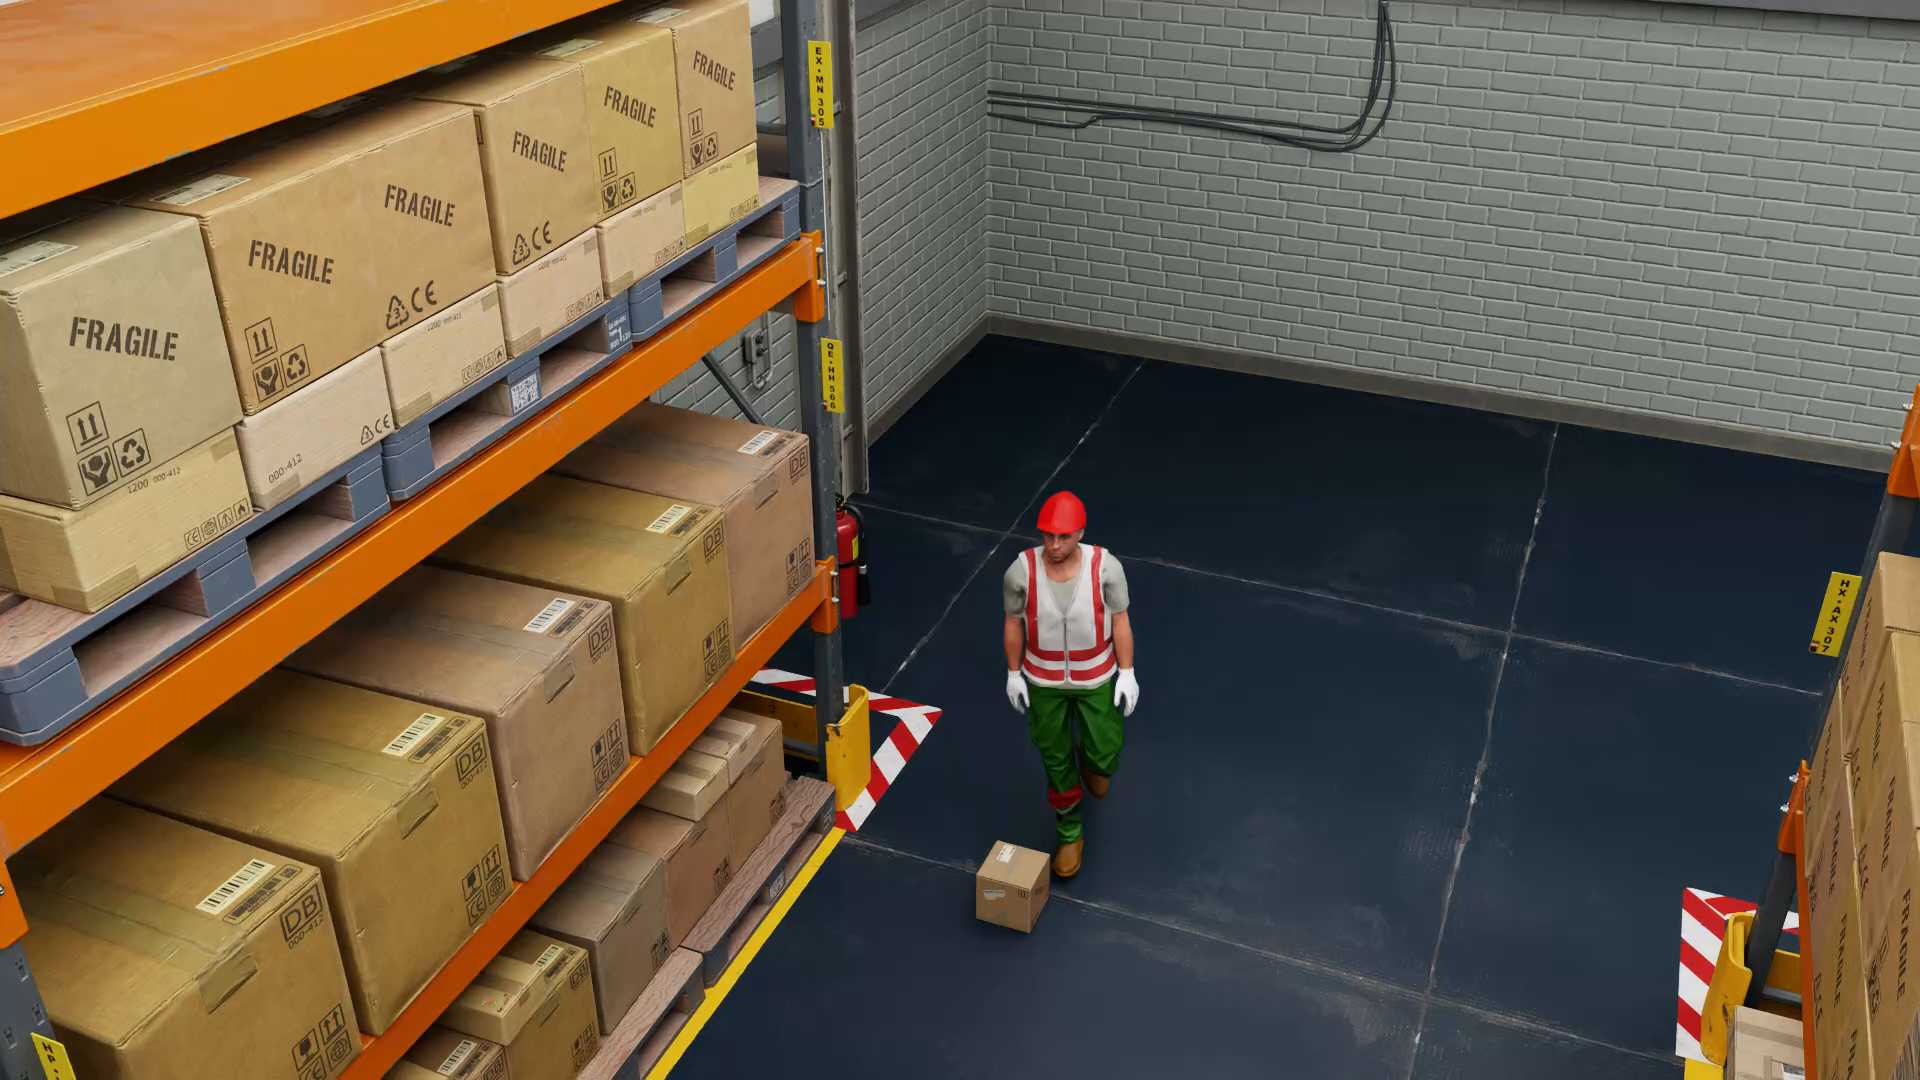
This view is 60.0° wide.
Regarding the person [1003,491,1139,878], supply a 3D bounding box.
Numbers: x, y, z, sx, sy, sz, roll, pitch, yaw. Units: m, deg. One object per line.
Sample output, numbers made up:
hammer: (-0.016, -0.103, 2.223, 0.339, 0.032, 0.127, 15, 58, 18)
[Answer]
person: (0.484, 0.596, 7.305, 0.608, 1.785, 0.656, 3, 29, 5)
